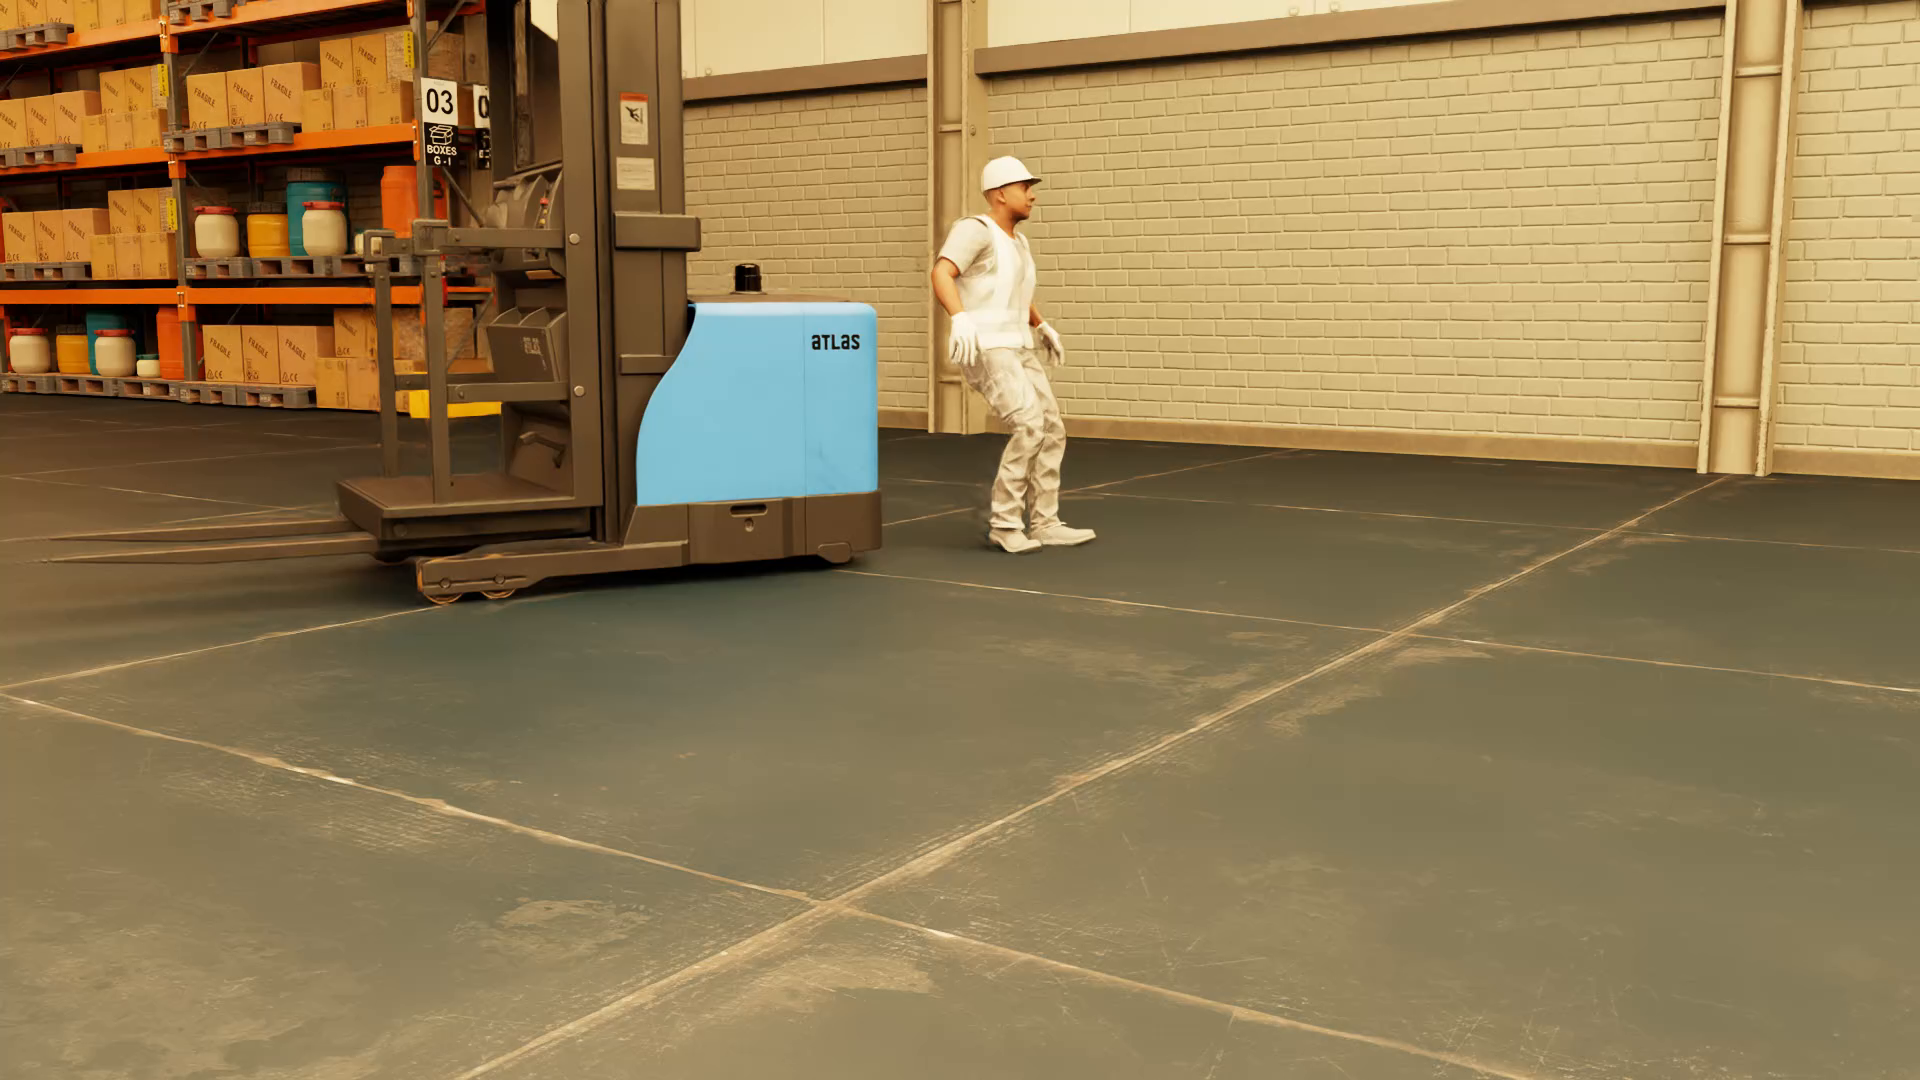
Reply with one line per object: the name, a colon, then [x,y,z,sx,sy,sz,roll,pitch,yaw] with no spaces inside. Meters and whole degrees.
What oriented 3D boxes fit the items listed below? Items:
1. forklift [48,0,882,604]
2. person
forklift: [-1.864,-1.305,6.370,3.031,2.935,1.130,-4,9,-28]
person: [0.282,-0.817,7.390,0.625,1.749,0.961,4,9,27]
